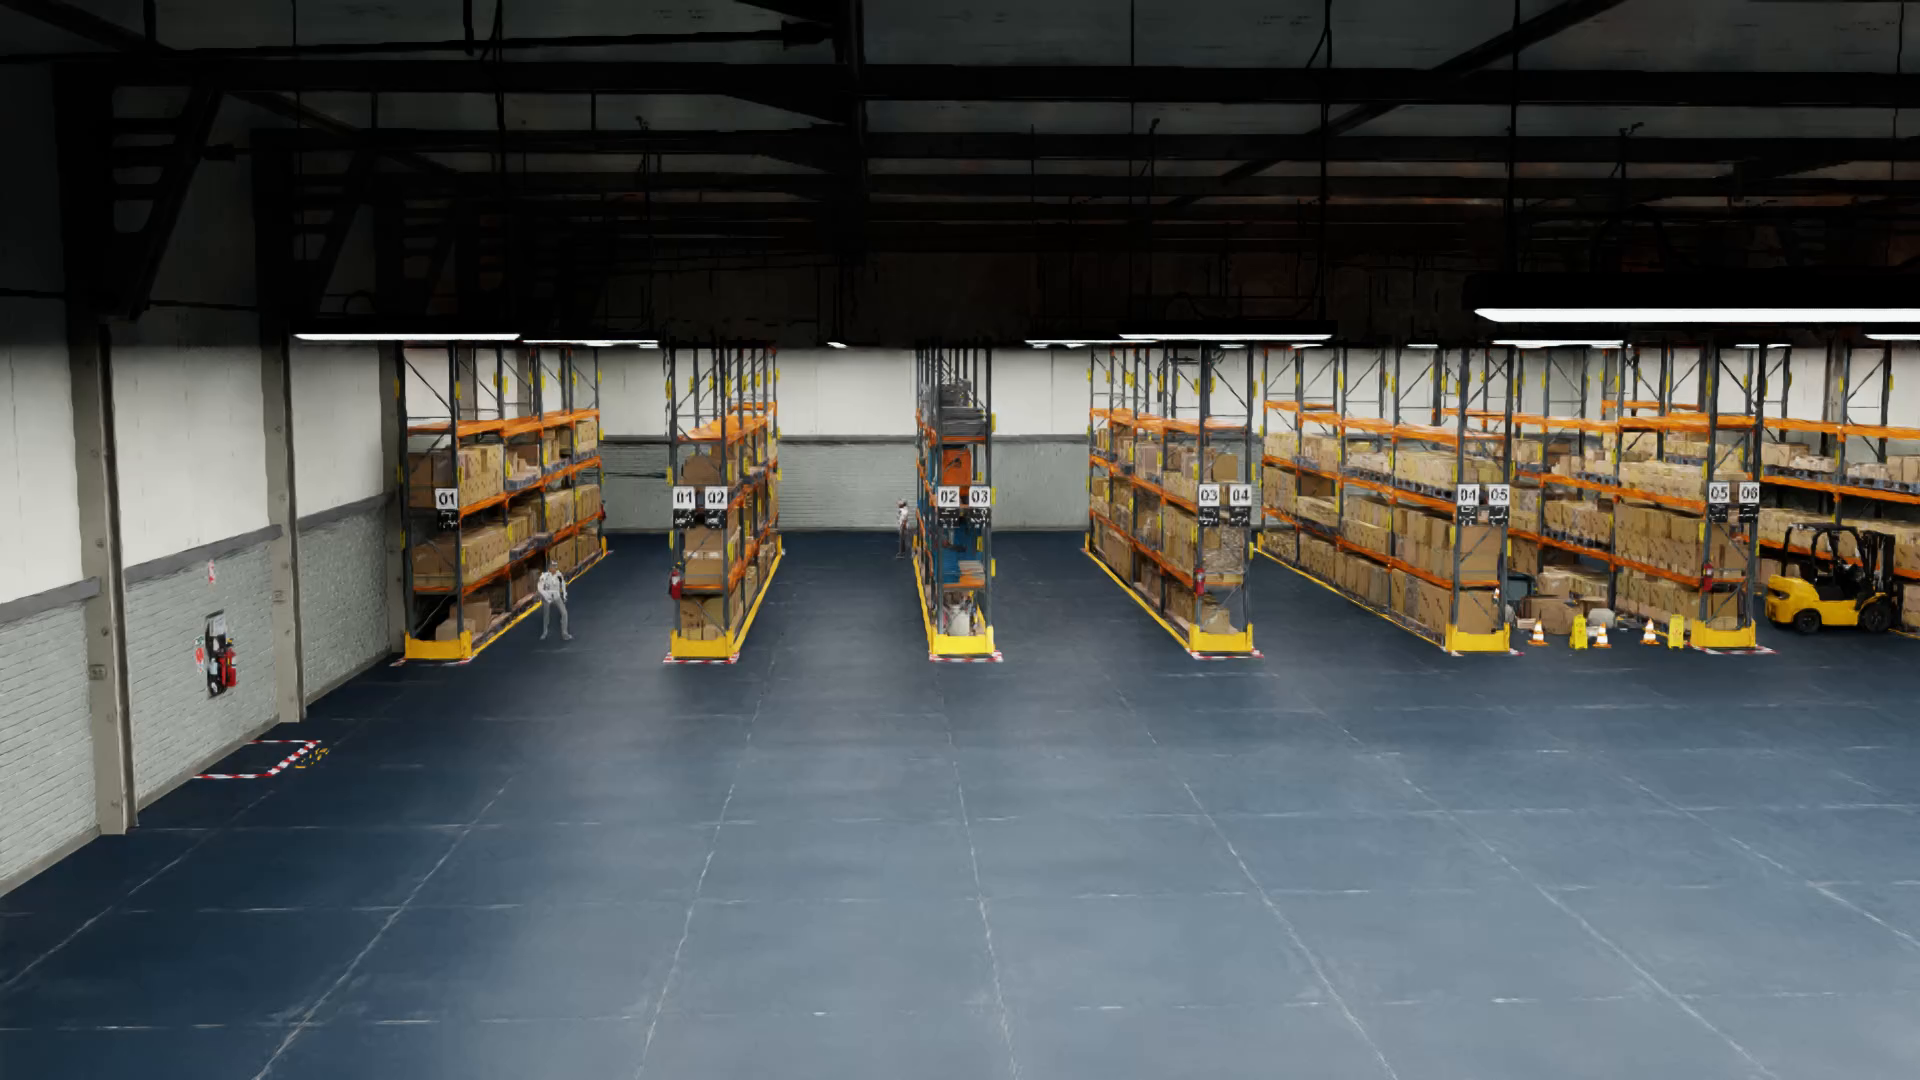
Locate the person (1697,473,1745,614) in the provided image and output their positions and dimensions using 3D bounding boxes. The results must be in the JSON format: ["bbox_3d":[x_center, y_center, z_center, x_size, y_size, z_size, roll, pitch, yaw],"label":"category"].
[{"bbox_3d":[15.690,0.131,34.233,0.888,3.263,4.316,3,7,27],"label":"person"}]

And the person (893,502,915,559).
[{"bbox_3d":[-1.548,-0.314,45.962,0.604,1.646,0.699,-1,7,-7],"label":"person"}]

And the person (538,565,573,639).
[{"bbox_3d":[-8.098,1.175,33.067,0.620,1.604,0.735,-3,7,-24],"label":"person"}]

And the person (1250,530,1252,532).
[{"bbox_3d":[8.845,-0.972,51.955,0.505,1.591,0.933,2,7,17],"label":"person"}]

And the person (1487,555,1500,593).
[{"bbox_3d":[12.220,0.558,38.229,0.551,1.642,0.599,3,7,26],"label":"person"}]
